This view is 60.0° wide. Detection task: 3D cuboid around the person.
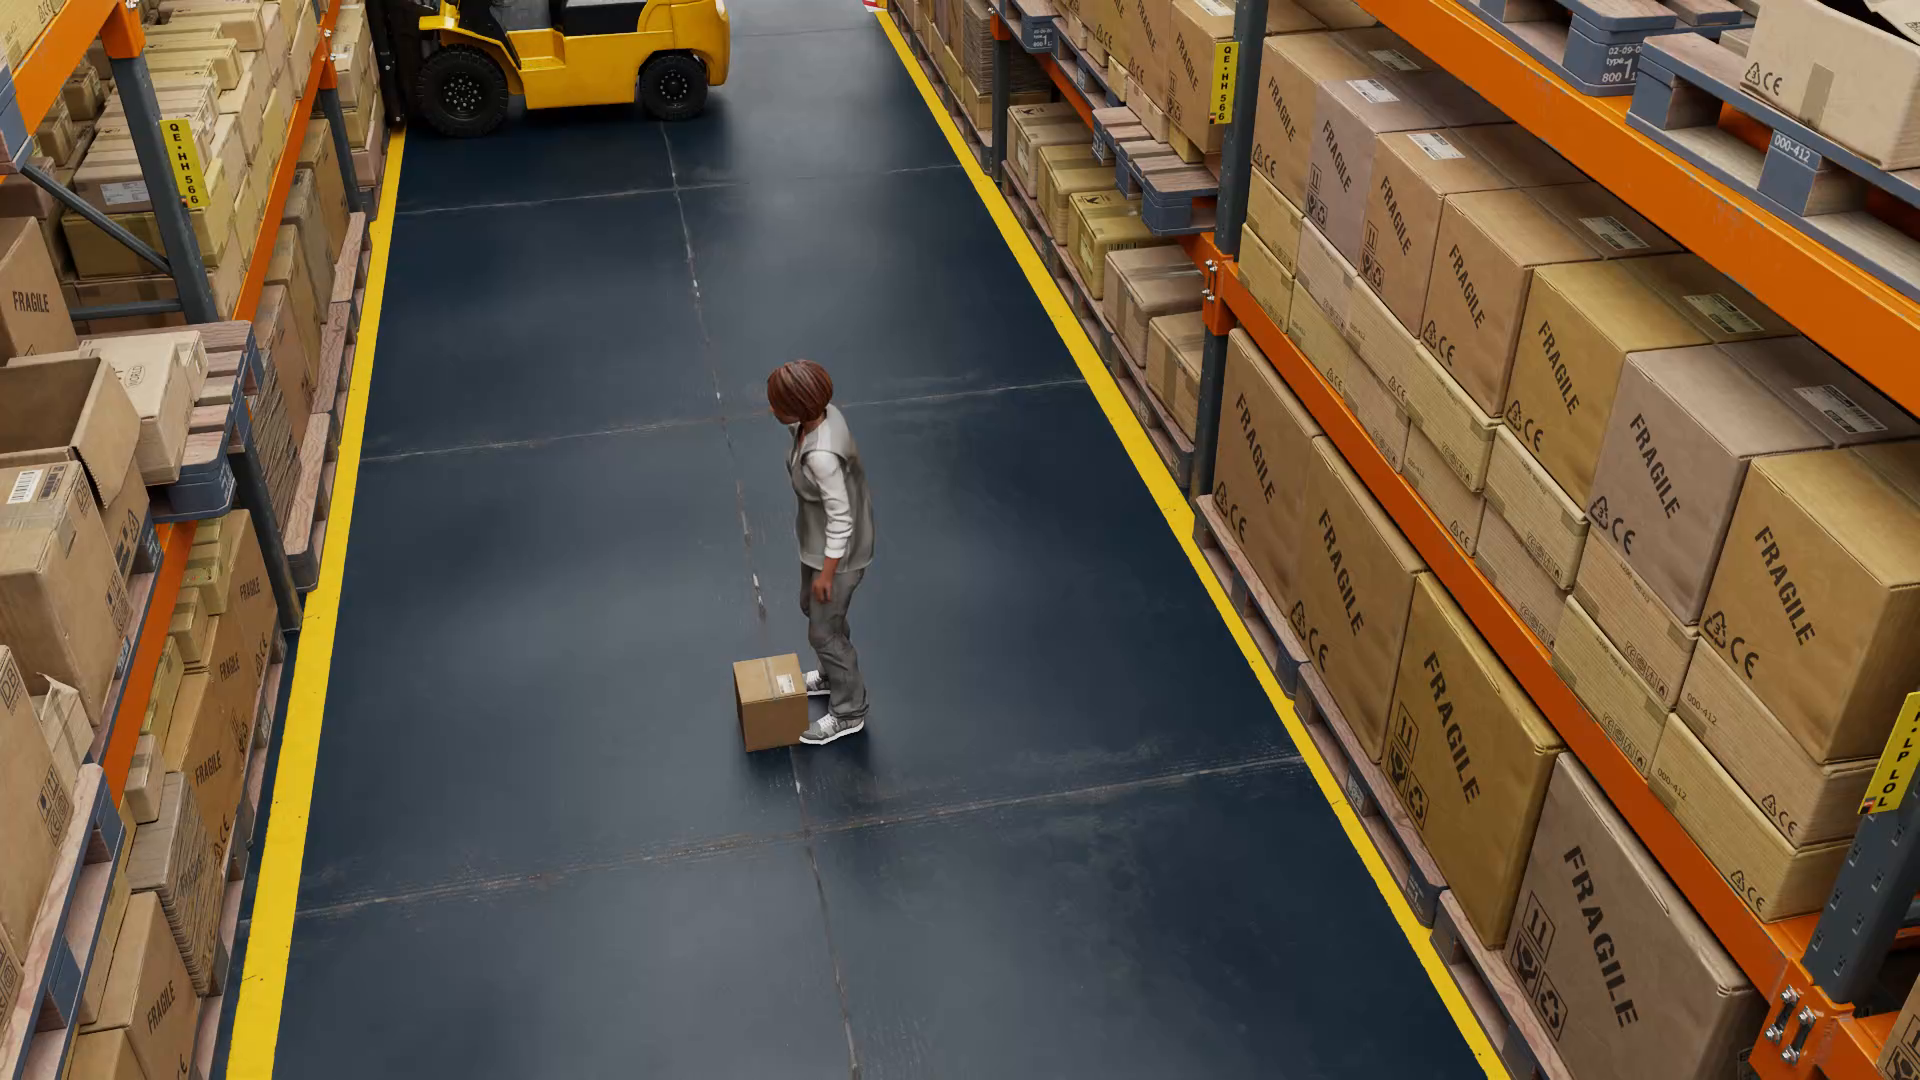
[{"bbox_3d":[-0.492,0.038,6.099,0.345,1.593,0.460,-7,35,-10],"label":"person"}]
